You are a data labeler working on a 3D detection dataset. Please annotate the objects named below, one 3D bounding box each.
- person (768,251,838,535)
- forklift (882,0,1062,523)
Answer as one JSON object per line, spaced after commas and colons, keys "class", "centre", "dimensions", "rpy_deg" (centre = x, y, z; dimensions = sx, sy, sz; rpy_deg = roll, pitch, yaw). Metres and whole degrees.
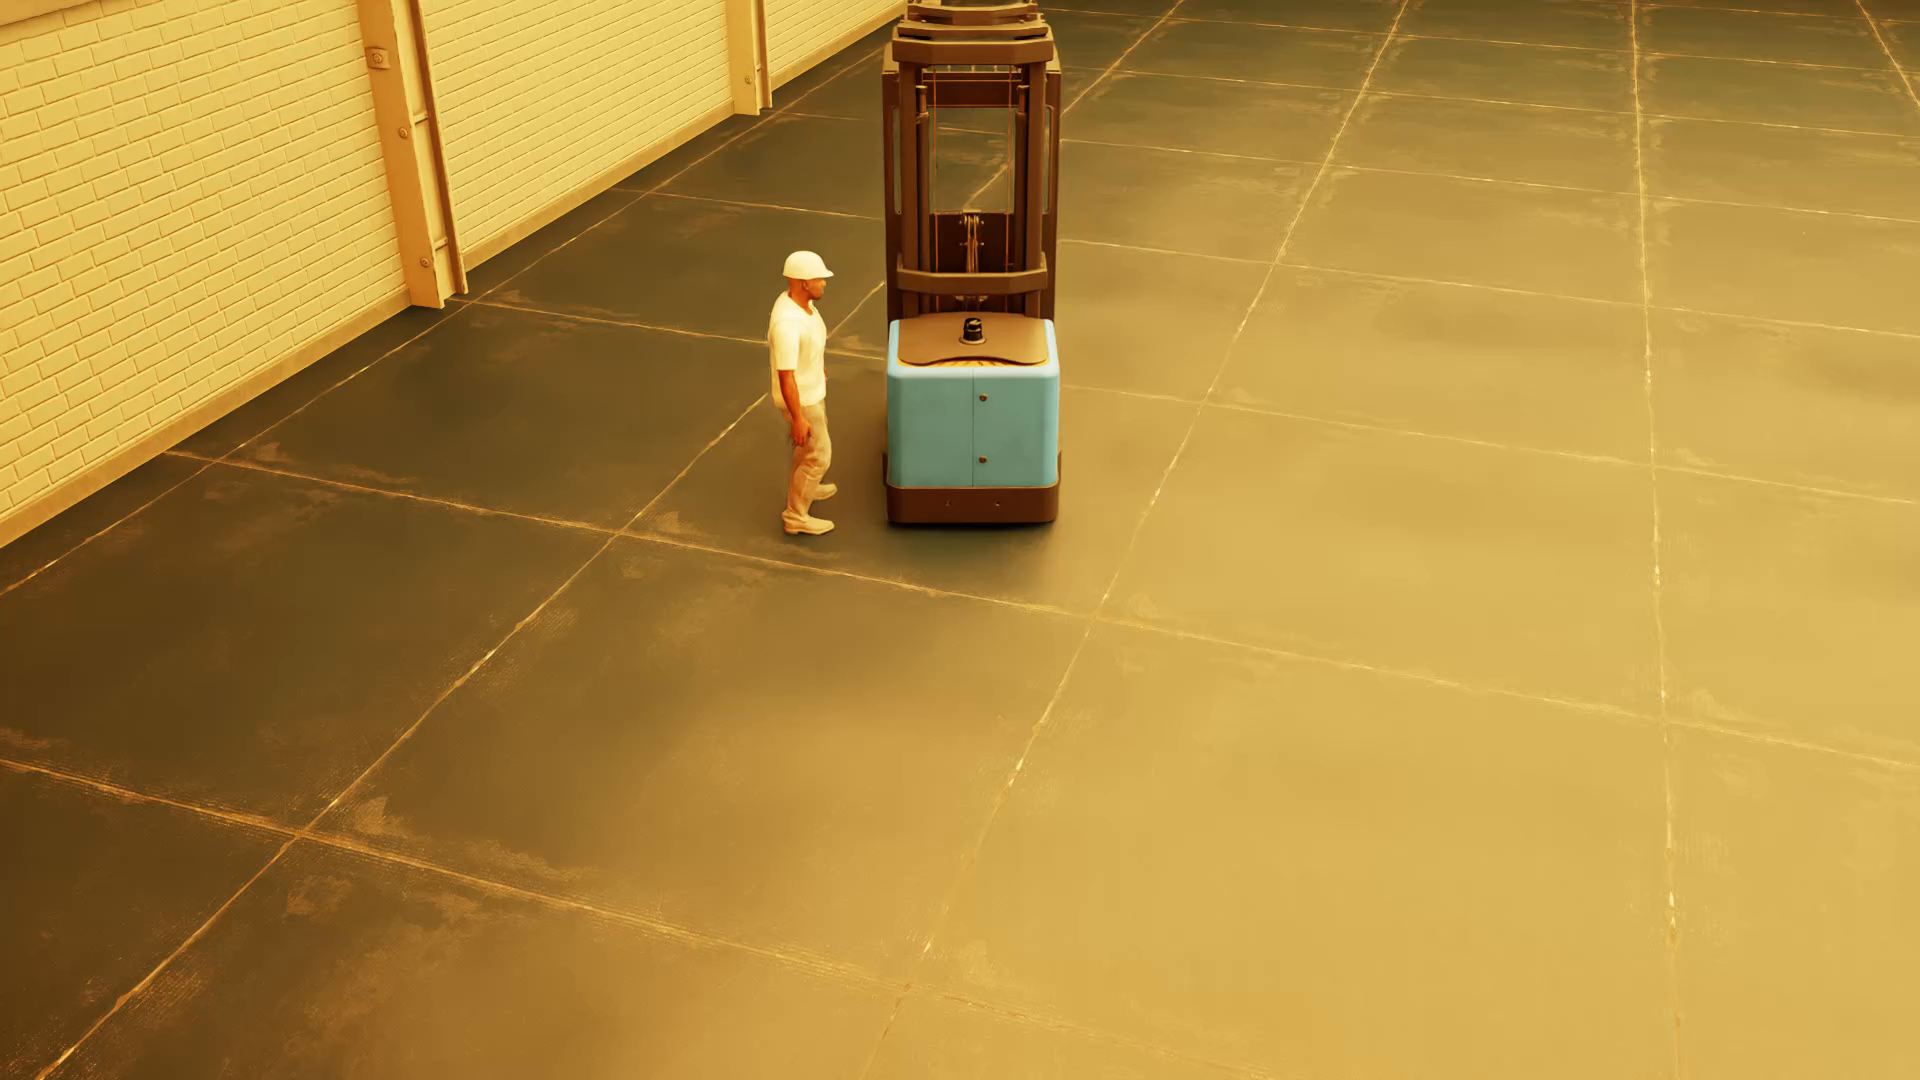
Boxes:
{"class": "person", "centre": [-0.917, -0.880, 9.884], "dimensions": [0.392, 1.743, 0.809], "rpy_deg": [-2, 30, -3]}
{"class": "forklift", "centre": [0.068, -2.067, 10.762], "dimensions": [1.130, 2.935, 3.031], "rpy_deg": [0, 30, 0]}
